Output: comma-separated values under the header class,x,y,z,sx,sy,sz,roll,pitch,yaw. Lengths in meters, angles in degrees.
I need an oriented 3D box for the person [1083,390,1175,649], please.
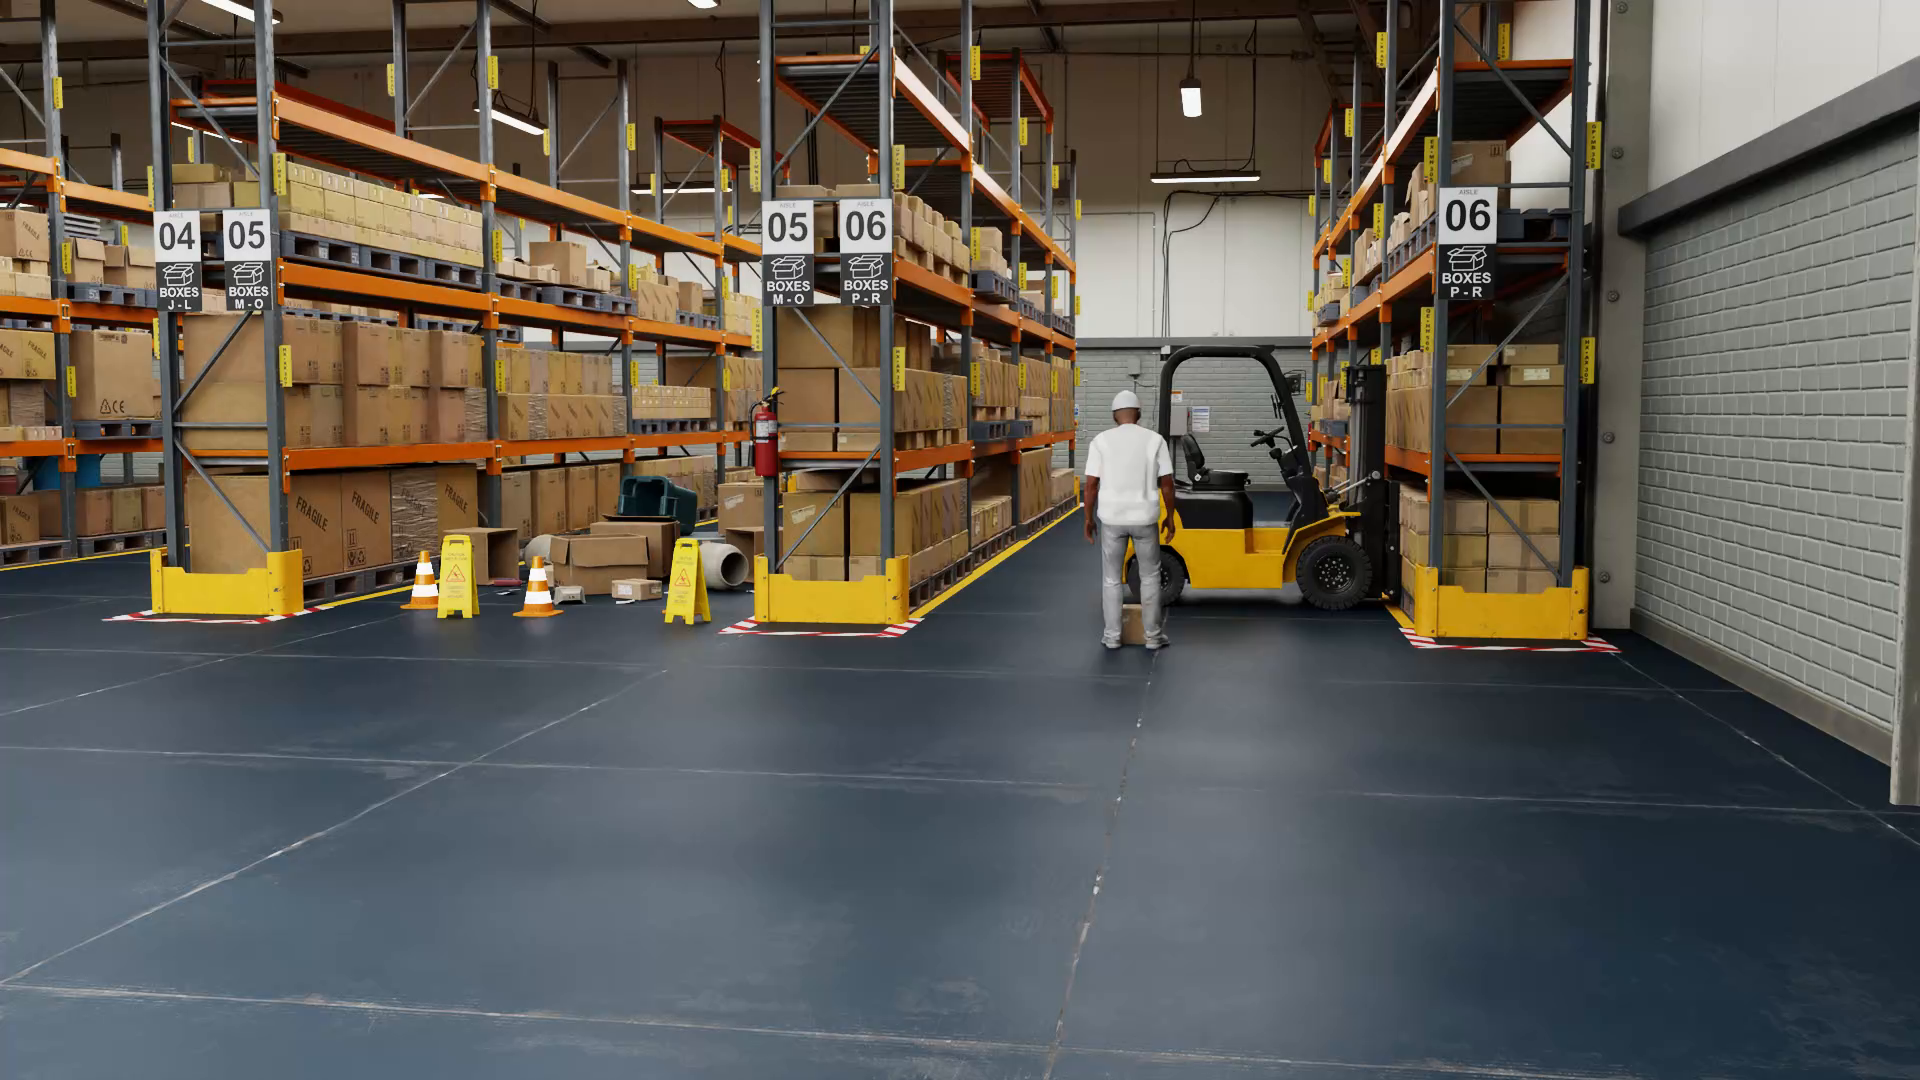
class,x,y,z,sx,sy,sz,roll,pitch,yaw
person,1.160,-0.143,11.386,0.627,1.759,0.462,0,4,6
